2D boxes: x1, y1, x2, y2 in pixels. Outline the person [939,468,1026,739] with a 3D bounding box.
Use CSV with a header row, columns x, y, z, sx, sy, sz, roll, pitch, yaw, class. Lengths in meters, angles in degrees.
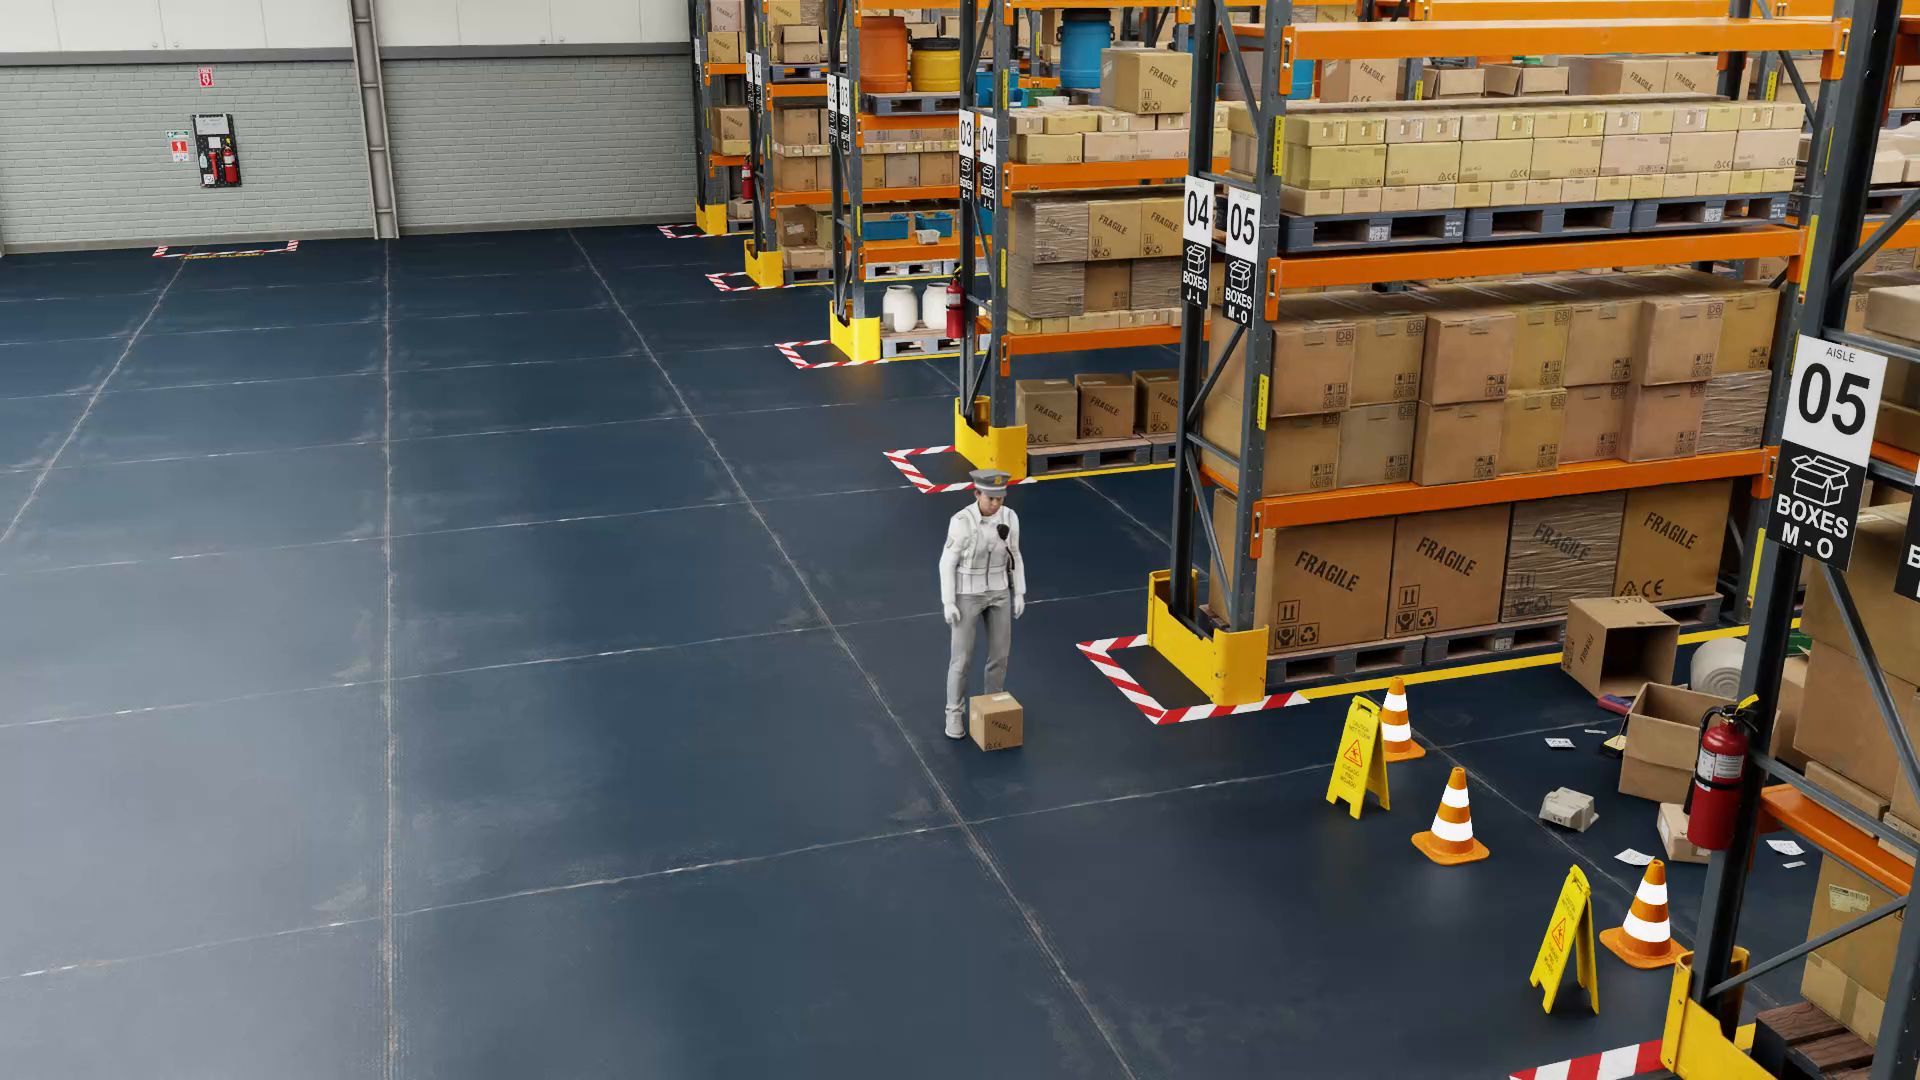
x,y,z,sx,sy,sz,roll,pitch,yaw,class
0.142,0.358,10.044,0.540,1.664,0.375,-7,20,-19,person
